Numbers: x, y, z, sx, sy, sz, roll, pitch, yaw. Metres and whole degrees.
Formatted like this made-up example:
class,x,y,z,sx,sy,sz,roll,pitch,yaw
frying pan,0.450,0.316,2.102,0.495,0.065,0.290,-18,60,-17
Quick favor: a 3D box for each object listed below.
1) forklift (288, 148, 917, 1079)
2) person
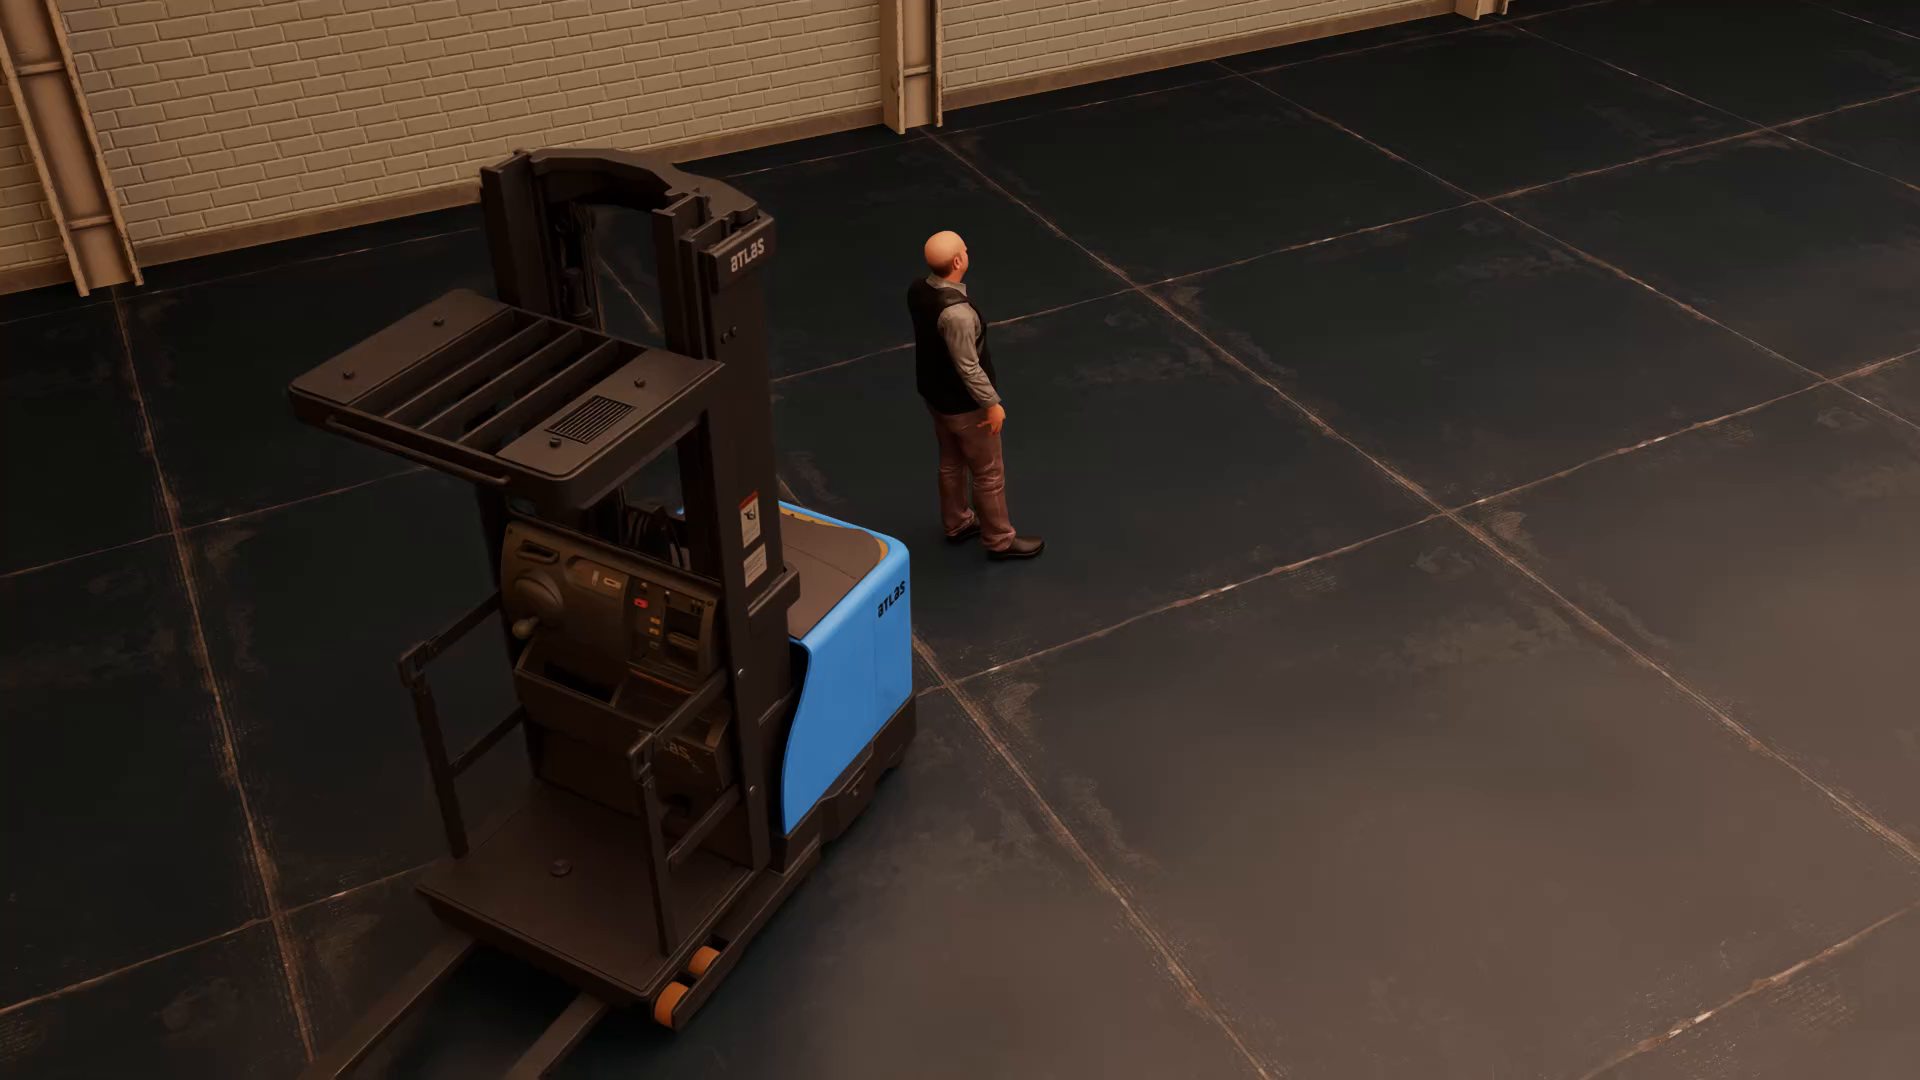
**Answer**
class,x,y,z,sx,sy,sz,roll,pitch,yaw
forklift,-1.345,0.297,5.702,1.130,2.935,3.031,18,39,23
person,0.059,-0.723,8.180,0.566,1.722,0.634,-17,39,-23
